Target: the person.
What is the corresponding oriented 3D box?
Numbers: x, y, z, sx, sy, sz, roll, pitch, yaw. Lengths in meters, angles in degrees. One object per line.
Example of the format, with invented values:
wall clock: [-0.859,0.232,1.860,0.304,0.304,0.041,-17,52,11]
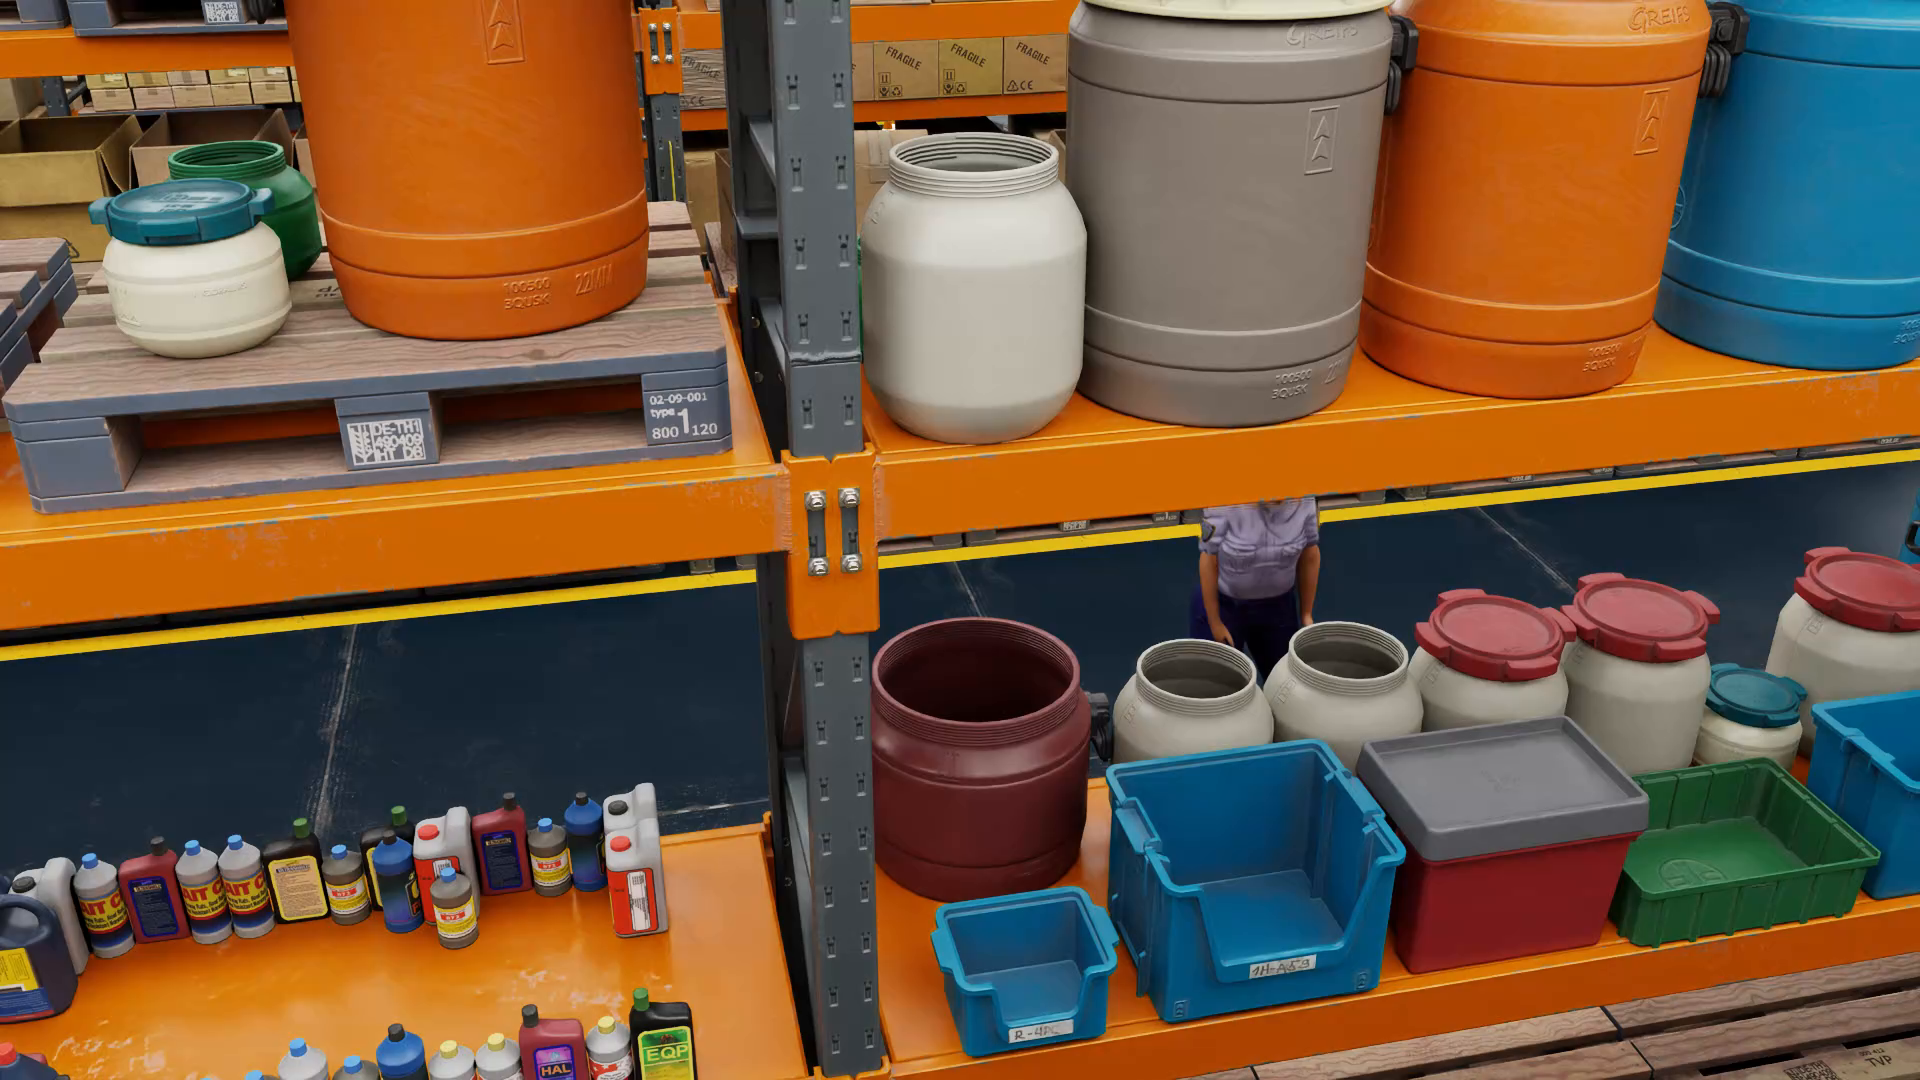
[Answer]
person: [1.164,0.304,6.604,0.500,1.598,0.411,-5,27,-10]
